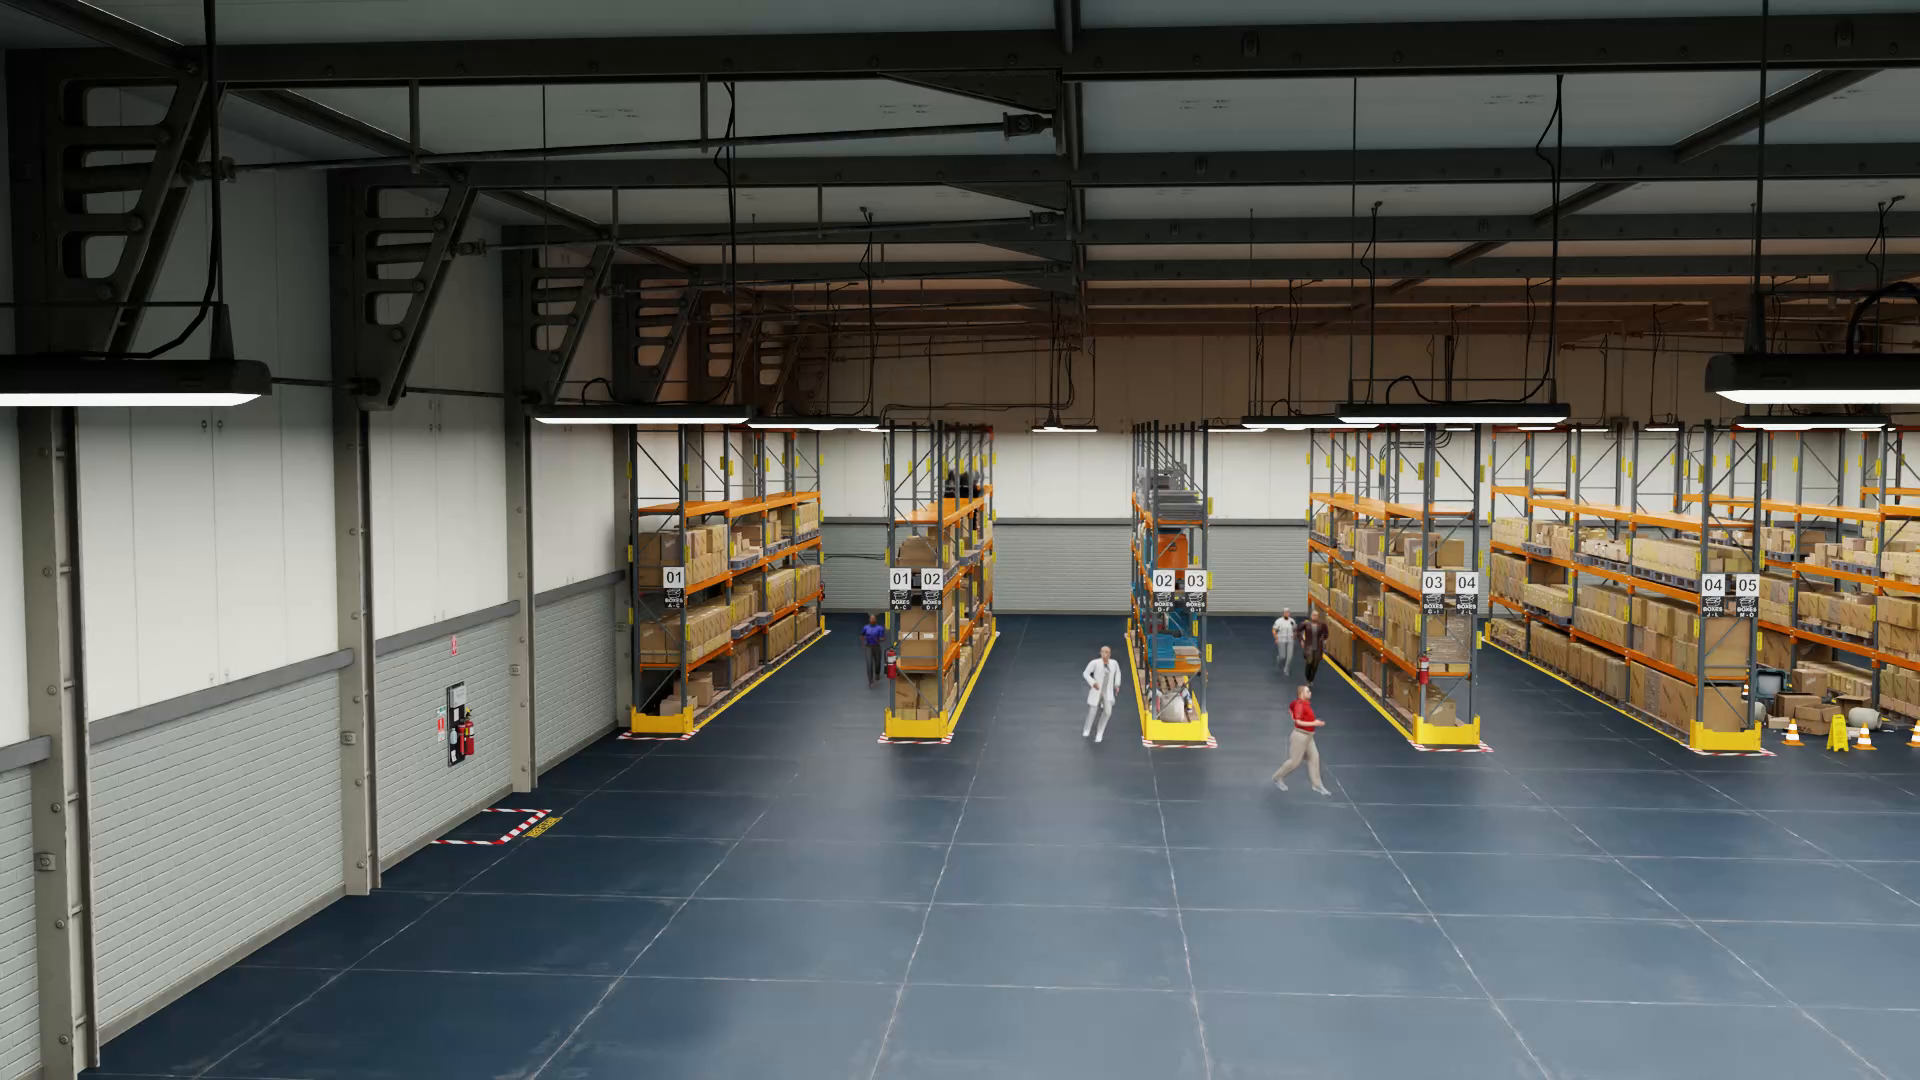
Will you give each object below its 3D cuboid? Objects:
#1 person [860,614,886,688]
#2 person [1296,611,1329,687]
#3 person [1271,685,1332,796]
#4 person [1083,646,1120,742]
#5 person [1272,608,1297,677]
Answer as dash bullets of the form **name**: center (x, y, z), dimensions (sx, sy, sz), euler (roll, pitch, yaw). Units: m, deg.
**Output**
- **person**: center (-1.987, 2.512, 37.870), dimensions (0.587, 1.608, 0.859), euler (0, 4, -2)
- **person**: center (7.973, 2.468, 37.528), dimensions (0.698, 1.753, 0.772), euler (0, 4, 0)
- **person**: center (5.416, 3.175, 26.402), dimensions (0.944, 1.755, 0.658), euler (2, 4, 26)
- **person**: center (2.679, 2.894, 31.223), dimensions (0.772, 1.802, 0.714), euler (-1, 4, -9)
- **person**: center (7.753, 2.422, 39.572), dimensions (0.616, 1.627, 0.529), euler (0, 4, -1)
